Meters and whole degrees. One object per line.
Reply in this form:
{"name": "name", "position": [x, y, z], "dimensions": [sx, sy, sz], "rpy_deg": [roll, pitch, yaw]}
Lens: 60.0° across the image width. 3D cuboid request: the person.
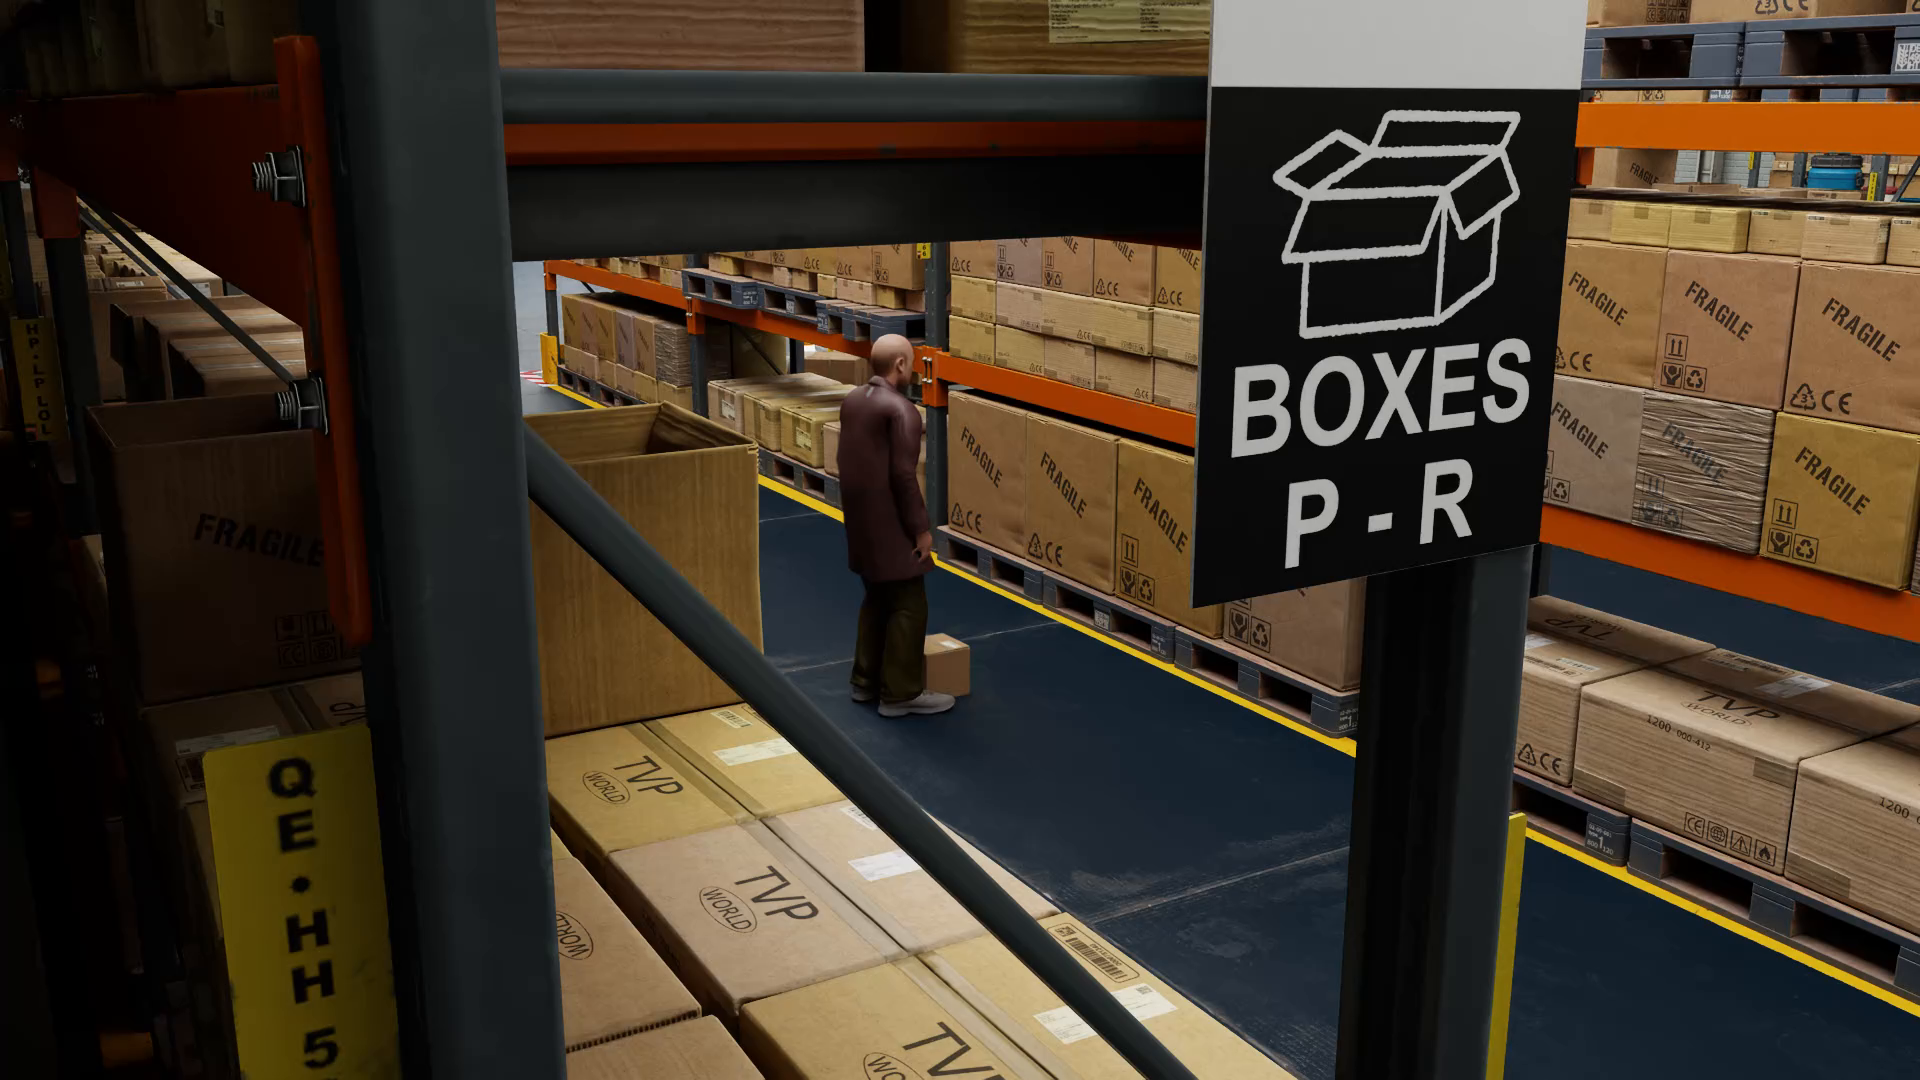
{"name": "person", "position": [-0.339, -0.078, 7.830], "dimensions": [0.429, 1.772, 0.643], "rpy_deg": [-10, 17, -33]}
